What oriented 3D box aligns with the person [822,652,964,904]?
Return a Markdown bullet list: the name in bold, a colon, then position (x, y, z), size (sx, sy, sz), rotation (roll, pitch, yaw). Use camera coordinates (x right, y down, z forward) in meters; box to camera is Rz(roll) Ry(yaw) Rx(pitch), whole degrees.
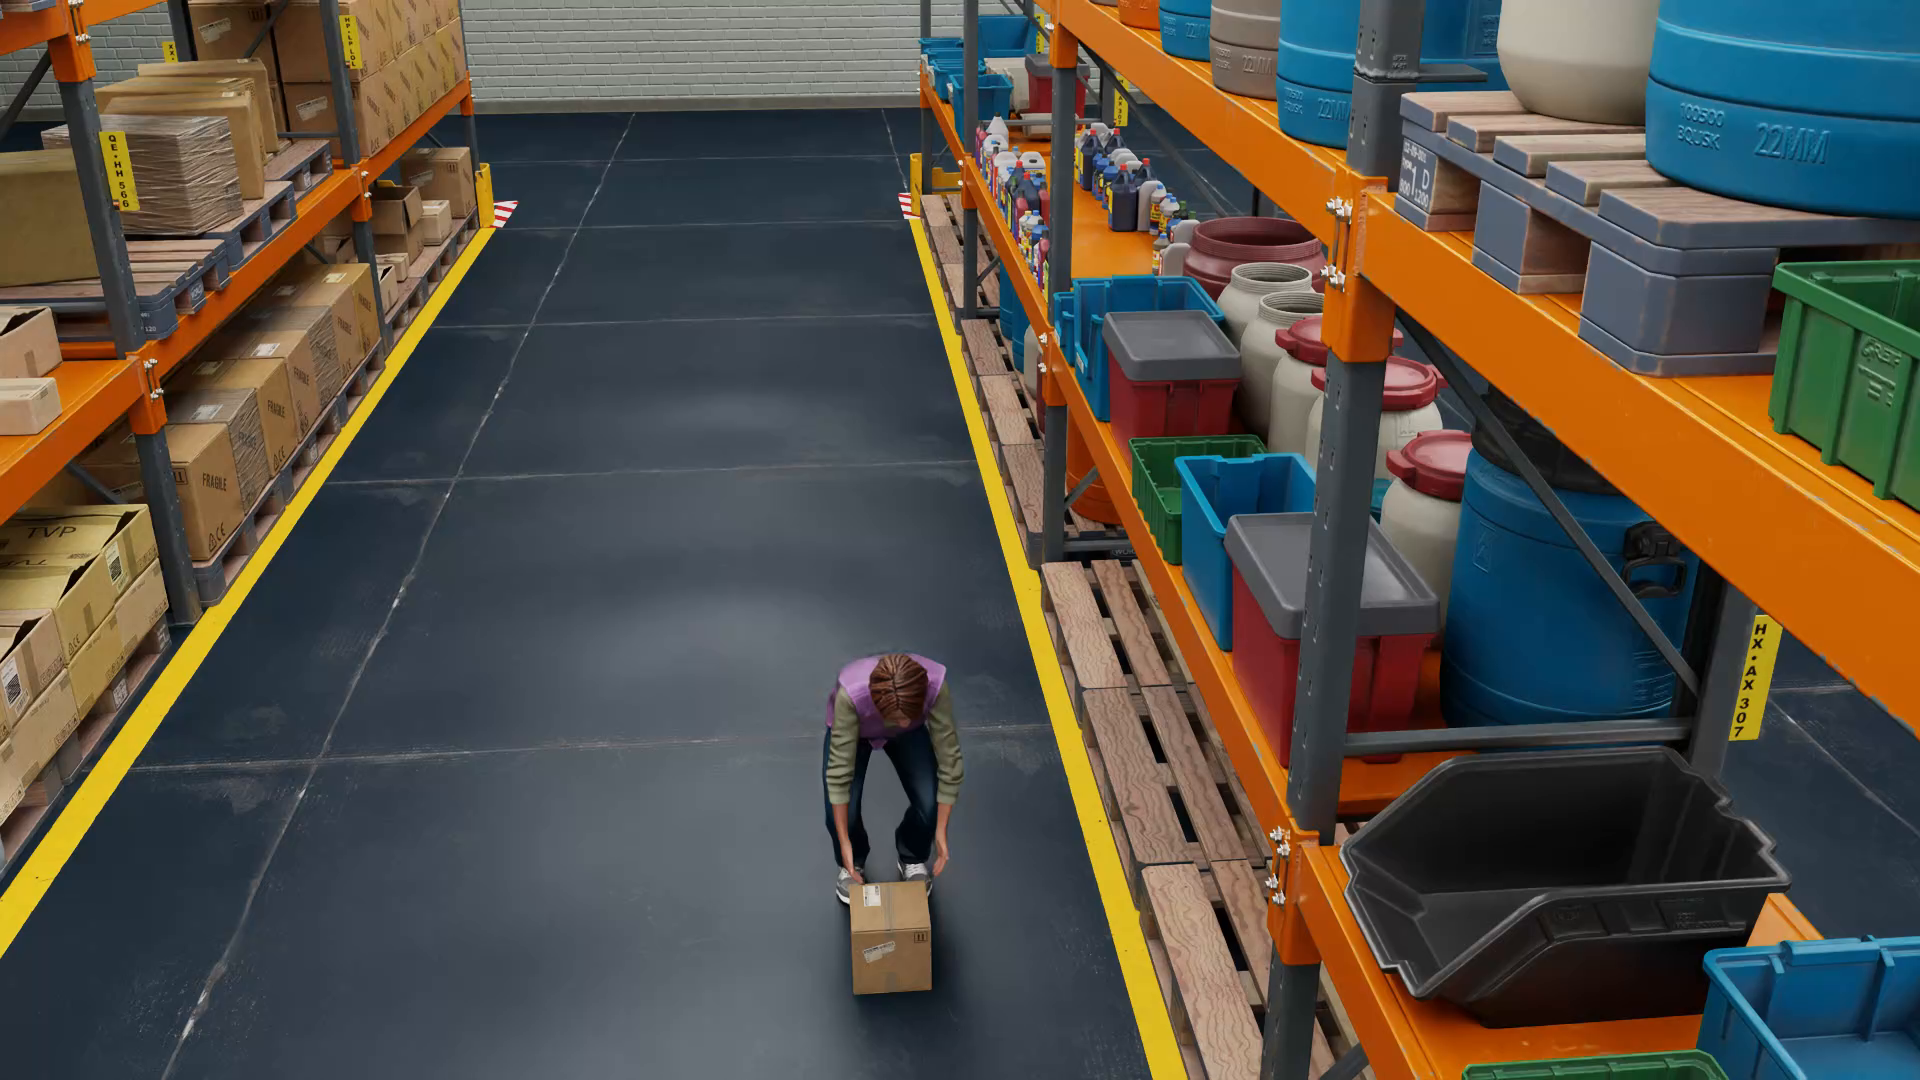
- **person**: position (-0.233, 0.757, 5.582), size (0.460, 1.061, 0.754), rotation (-2, 24, -5)
